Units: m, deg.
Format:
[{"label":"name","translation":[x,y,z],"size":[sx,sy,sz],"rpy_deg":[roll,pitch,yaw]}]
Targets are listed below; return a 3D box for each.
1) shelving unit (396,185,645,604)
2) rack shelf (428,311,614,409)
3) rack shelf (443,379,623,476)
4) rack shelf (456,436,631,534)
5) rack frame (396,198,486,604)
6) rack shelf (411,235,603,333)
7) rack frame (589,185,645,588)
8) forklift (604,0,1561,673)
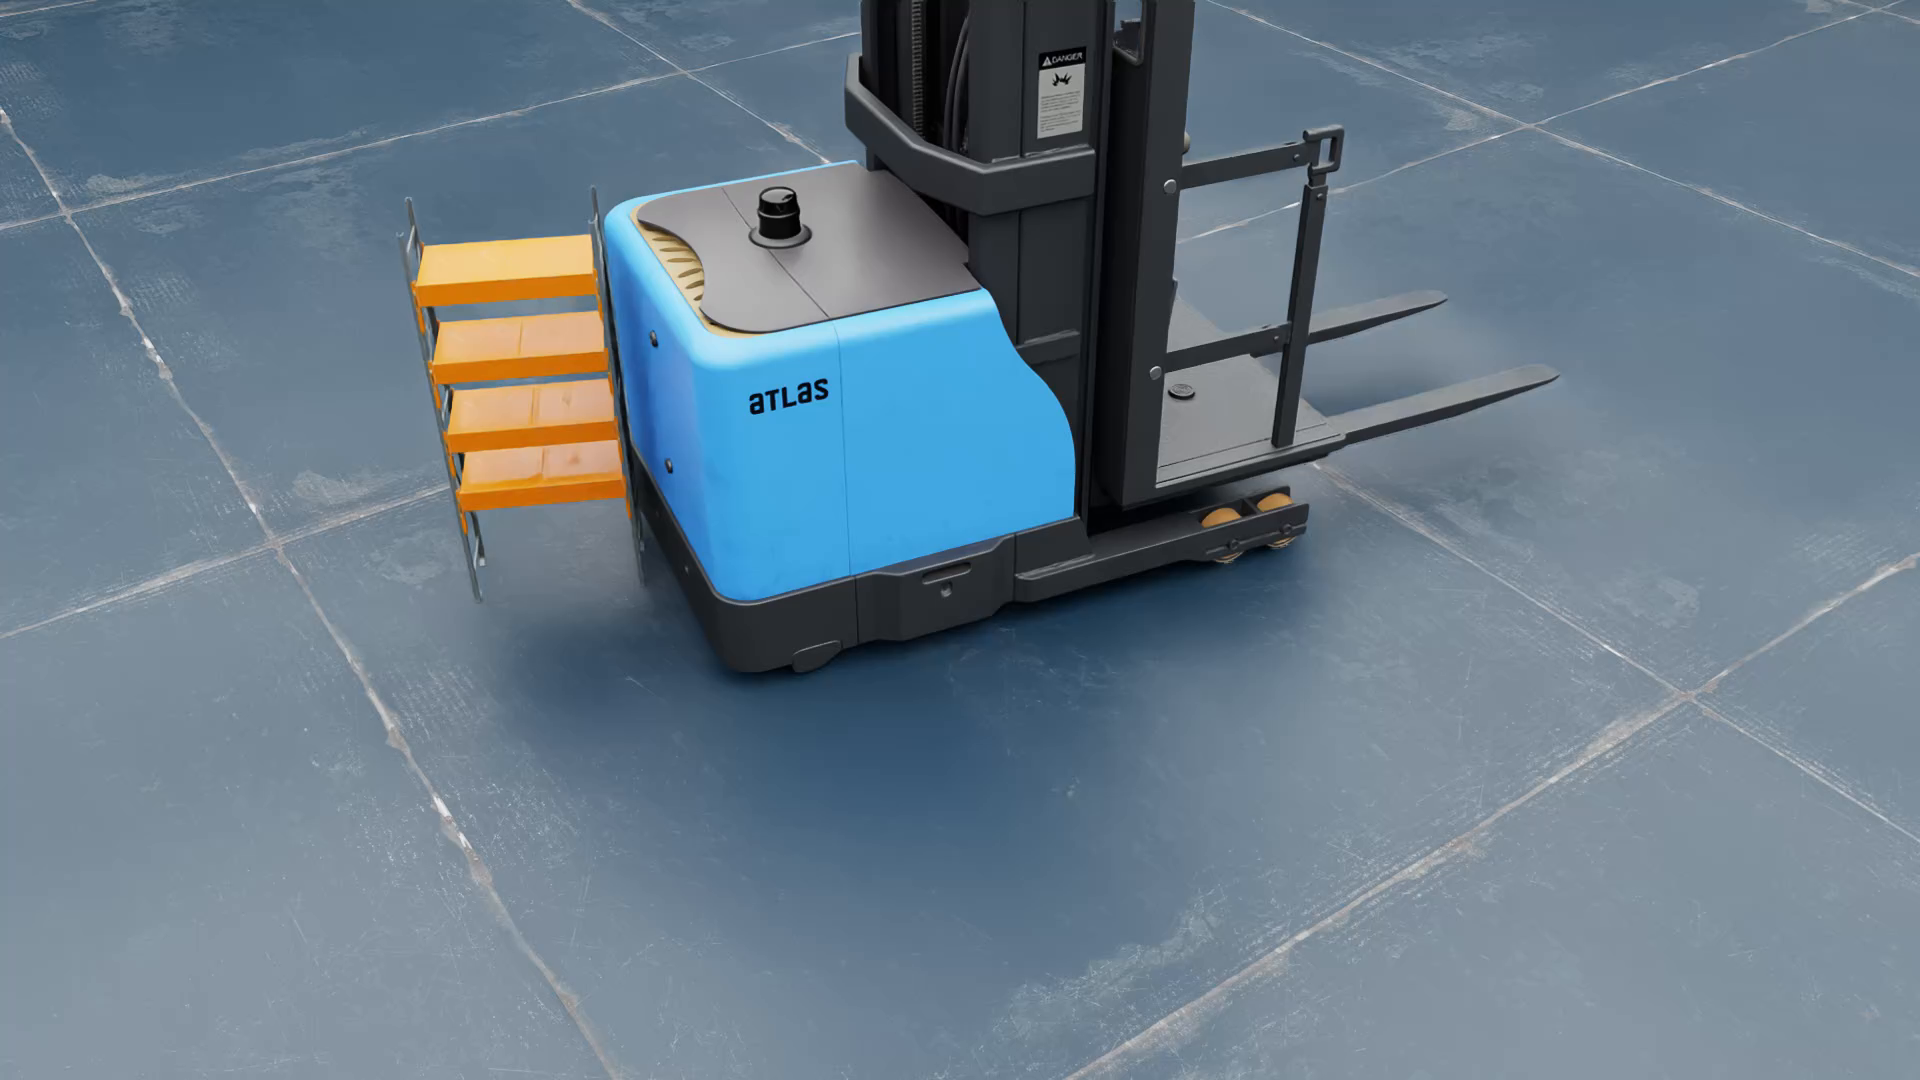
[{"label":"shelving unit","translation":[-1.223,-0.388,4.762],"size":[0.503,1.200,0.258],"rpy_deg":[-5,36,-8]},{"label":"rack shelf","translation":[-1.223,-0.515,4.671],"size":[0.480,0.148,0.258],"rpy_deg":[-5,36,-8]},{"label":"rack shelf","translation":[-1.223,-0.334,4.801],"size":[0.480,0.148,0.258],"rpy_deg":[-5,36,-8]},{"label":"rack shelf","translation":[-1.223,-0.172,4.917],"size":[0.480,0.148,0.258],"rpy_deg":[-5,36,-8]},{"label":"rack frame","translation":[-1.464,-0.365,4.730],"size":[0.015,1.200,0.240],"rpy_deg":[-5,36,-8]},{"label":"rack shelf","translation":[-1.223,-0.707,4.533],"size":[0.480,0.148,0.258],"rpy_deg":[-5,36,-8]},{"label":"rack frame","translation":[-0.983,-0.411,4.794],"size":[0.015,1.200,0.240],"rpy_deg":[-5,36,-8]},{"label":"forklift","translation":[0.530,-1.386,4.667],"size":[3.031,2.935,1.130],"rpy_deg":[-15,38,-20]}]
